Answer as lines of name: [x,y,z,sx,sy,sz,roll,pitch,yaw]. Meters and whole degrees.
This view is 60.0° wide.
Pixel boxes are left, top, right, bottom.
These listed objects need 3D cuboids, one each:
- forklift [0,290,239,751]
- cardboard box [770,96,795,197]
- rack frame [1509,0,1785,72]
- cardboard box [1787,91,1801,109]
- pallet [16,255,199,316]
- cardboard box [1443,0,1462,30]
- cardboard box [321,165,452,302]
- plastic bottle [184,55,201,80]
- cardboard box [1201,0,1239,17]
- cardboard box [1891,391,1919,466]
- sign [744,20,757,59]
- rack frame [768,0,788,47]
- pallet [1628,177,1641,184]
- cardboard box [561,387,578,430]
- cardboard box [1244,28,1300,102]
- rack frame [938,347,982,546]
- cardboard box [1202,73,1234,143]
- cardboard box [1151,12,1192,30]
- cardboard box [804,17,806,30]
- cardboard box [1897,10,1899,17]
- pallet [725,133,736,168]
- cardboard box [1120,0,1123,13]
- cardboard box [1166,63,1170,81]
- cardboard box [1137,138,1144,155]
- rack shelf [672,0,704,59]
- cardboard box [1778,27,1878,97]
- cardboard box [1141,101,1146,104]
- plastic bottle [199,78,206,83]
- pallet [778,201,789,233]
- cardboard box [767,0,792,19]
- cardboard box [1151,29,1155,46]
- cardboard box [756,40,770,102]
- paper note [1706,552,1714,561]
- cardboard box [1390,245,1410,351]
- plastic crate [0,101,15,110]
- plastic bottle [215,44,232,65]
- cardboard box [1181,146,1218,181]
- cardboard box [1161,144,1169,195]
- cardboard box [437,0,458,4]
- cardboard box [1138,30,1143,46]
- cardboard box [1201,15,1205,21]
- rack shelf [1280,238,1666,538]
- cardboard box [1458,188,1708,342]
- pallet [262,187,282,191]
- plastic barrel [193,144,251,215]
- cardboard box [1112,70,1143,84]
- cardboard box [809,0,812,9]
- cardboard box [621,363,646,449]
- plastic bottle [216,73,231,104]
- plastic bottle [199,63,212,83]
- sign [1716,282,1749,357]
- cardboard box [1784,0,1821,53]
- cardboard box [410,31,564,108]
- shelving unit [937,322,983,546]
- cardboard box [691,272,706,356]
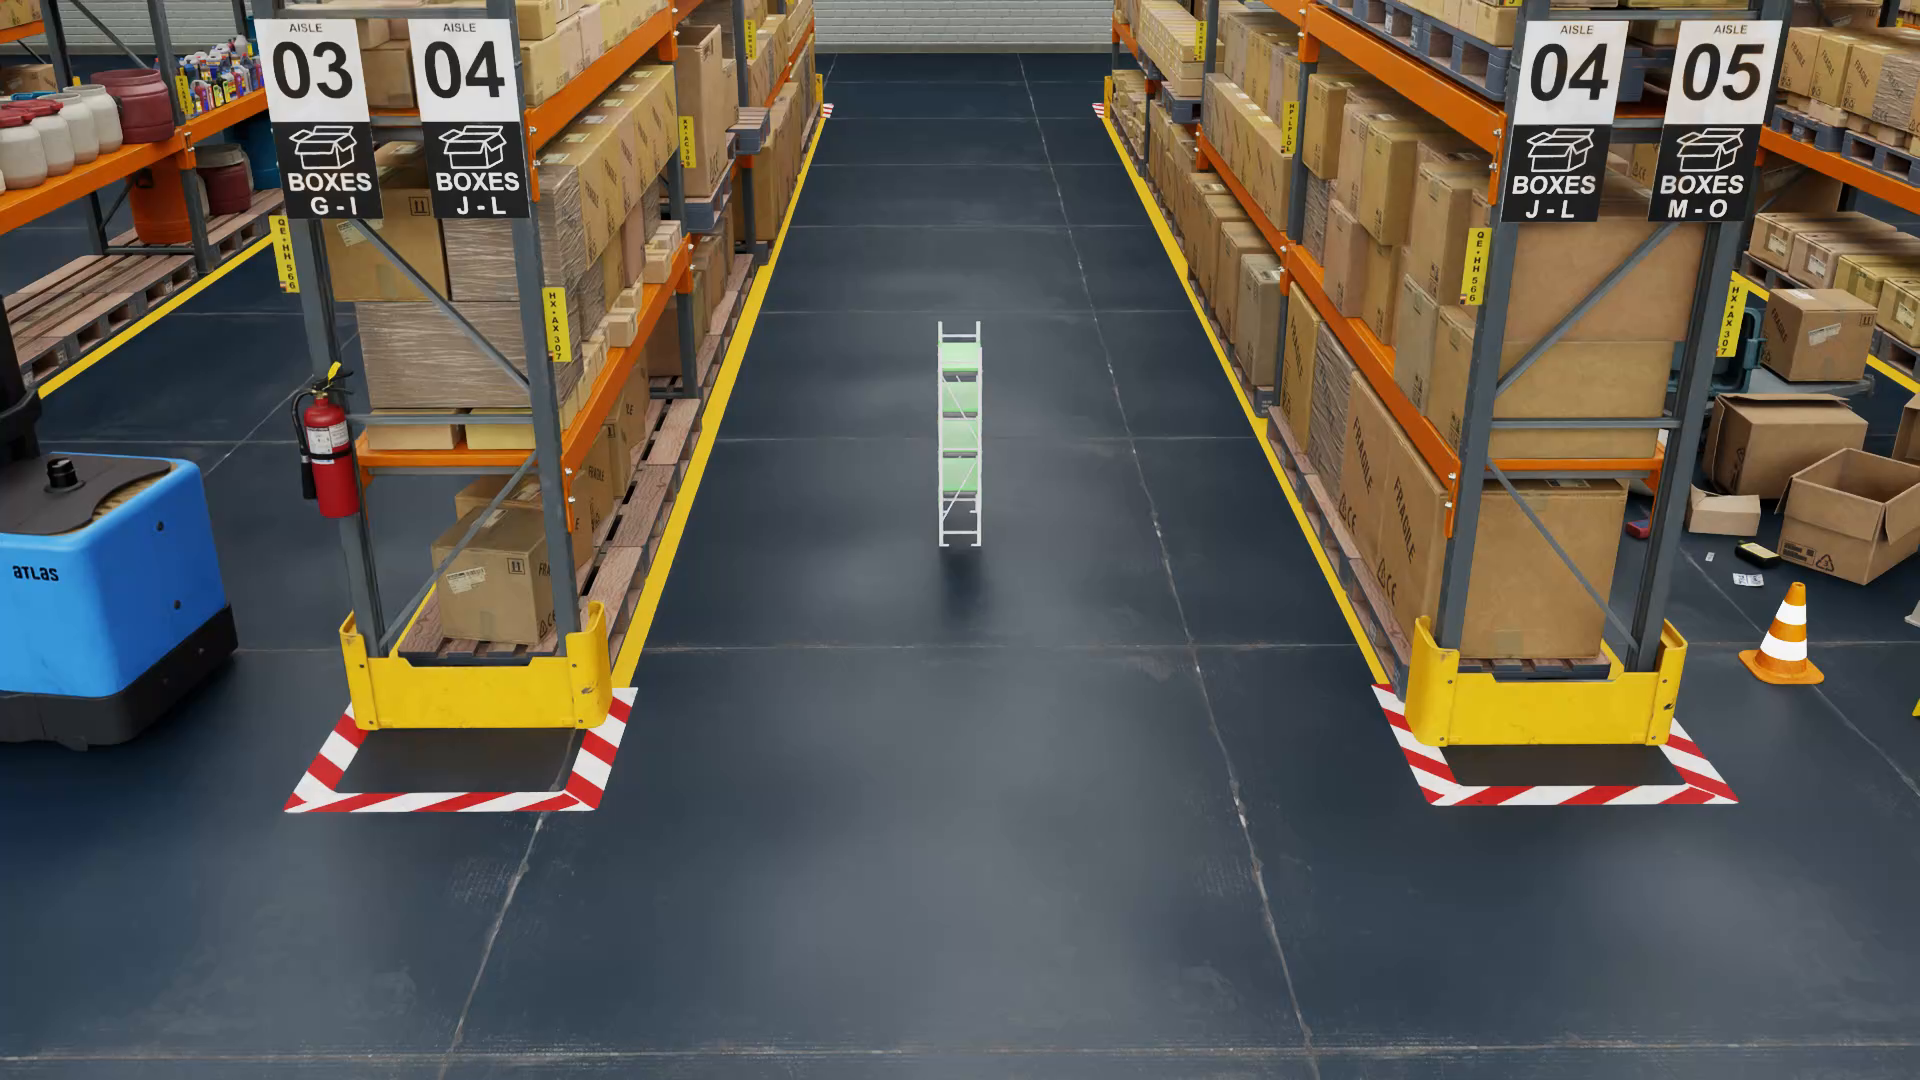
forklift: [-5.199,-0.638,7.605,3.031,2.935,1.130,3,25,7]
cardboard box: [-2.357,-4.056,17.146,1.225,0.875,0.875,-1,24,-2]
rack frame: [2.697,-3.234,5.980,1.000,3.000,0.127,0,24,-1]
cardboard box: [7.376,-3.803,14.314,0.380,0.149,0.250,-2,24,-4]
pallet: [-7.334,-2.204,14.367,1.003,0.211,1.213,0,24,-1]
cardboard box: [2.349,-2.335,7.306,0.380,0.149,0.250,0,24,0]
cardboard box: [-2.517,-1.382,7.470,0.500,0.500,0.500,0,24,-1]
plastic bottle: [-7.711,-4.716,16.688,0.152,0.276,0.135,0,24,-1]
cardboard box: [2.766,-5.629,17.628,0.380,0.149,0.250,1,24,2]
cardboard box: [6.253,-0.627,10.527,0.500,0.500,0.500,19,30,35]
sign: [-1.808,-4.314,14.340,0.100,0.325,0.005,0,24,-1]
rack frame: [-2.395,-5.464,18.192,1.000,3.000,0.127,0,24,-1]
pallet: [7.599,-3.921,18.163,1.003,0.211,1.213,0,24,-1]
cardboard box: [-2.012,-0.627,7.801,0.380,0.149,0.250,0,24,-1]
cardboard box: [2.619,-3.693,12.941,0.700,0.500,0.500,-1,24,-1]
rack frame: [0.001,-0.514,9.431,0.240,1.200,0.015,0,24,-1]
cardboard box: [2.345,-3.656,14.073,0.500,0.500,0.500,0,24,0]
cardboard box: [2.124,-5.200,16.680,0.380,0.149,0.250,0,24,-1]
cardboard box: [-2.089,-6.325,20.400,0.380,0.149,0.250,0,24,0]
cardboard box: [12.213,-6.825,21.506,0.380,0.149,0.250,0,24,1]
pallet: [-2.288,-2.913,12.784,1.003,0.211,1.213,0,24,-1]
cardboard box: [2.282,-6.868,20.813,0.500,0.500,0.500,0,24,0]
cardboard box: [2.142,-4.386,15.603,0.380,0.149,0.250,-1,24,-1]
cardboard box: [2.221,-4.498,19.004,0.380,0.149,0.250,0,24,0]
rack shelf: [-2.329,-4.031,12.256,1.077,0.370,4.000,0,24,-1]
cardboard box: [7.332,-4.047,14.066,0.500,0.500,0.500,-1,24,-2]
cardboard box: [2.325,-5.069,19.546,0.380,0.149,0.250,1,24,1]
plastic bottle: [-7.025,-4.153,15.449,0.097,0.271,0.097,0,24,0]
pallet: [-2.295,-3.372,16.950,1.003,0.211,1.213,0,24,-1]
cardboard box: [-2.144,-6.072,18.446,0.500,0.500,0.500,0,24,-1]
cardboard box: [2.127,-5.062,16.736,0.380,0.149,0.250,1,24,2]
cardboard box: [-2.101,-4.487,15.909,0.500,0.500,0.500,-1,24,-2]
paper note: [4.297,0.096,9.526,0.032,0.001,0.123,13,27,27]
cardboard box: [2.739,-1.179,8.535,0.875,0.550,0.550,0,24,-1]
plastic crate: [-7.592,-3.156,13.010,0.402,0.464,0.583,0,24,-1]
plastic bottle: [-7.719,-5.042,17.410,0.152,0.276,0.135,0,24,-1]
cardboard box: [2.340,-3.472,15.400,0.500,0.250,0.500,-1,24,-2]
cardboard box: [2.336,-3.758,16.943,0.500,0.500,0.500,0,24,0]
cardboard box: [-2.068,-2.325,7.309,0.380,0.149,0.250,-1,24,-2]
cardboard box: [2.111,-5.358,17.751,0.380,0.149,0.250,-1,24,-3]
cardboard box: [2.768,-5.494,17.693,0.380,0.149,0.250,0,24,1]
rack shelf: [2.675,-0.997,9.187,1.077,0.370,4.000,0,24,-1]
cardboard box: [2.732,-1.214,7.301,0.875,0.550,0.550,0,24,-1]
pallet: [-7.381,-3.854,18.014,1.003,0.211,1.213,0,24,-1]
plastic barrel: [-7.338,-3.553,16.383,0.600,0.588,0.708,0,24,-1]
cardboard box: [2.189,-6.039,21.691,0.380,0.149,0.250,-1,24,-3]
cardboard box: [-2.168,-6.981,21.367,0.500,0.250,0.500,-1,24,-1]
cardboard box: [-2.329,-0.819,10.445,0.500,0.500,0.500,8,25,16]
plastic bottle: [-6.949,-4.262,15.674,0.061,0.283,0.133,0,24,-1]
plastic bottle: [-7.586,-4.690,16.722,0.097,0.201,0.097,0,24,0]
sign: [3.252,-0.931,7.022,0.100,0.325,0.005,0,24,-1]
cardboard box: [7.291,-4.574,14.888,0.500,0.500,0.500,-1,24,-2]
cardboard box: [-2.010,-2.018,7.113,0.500,0.250,0.500,0,24,1]
shelving unit: [-0.002,-0.615,9.654,0.258,1.200,0.503,0,24,-1]
cardboard box: [-2.279,-1.679,12.322,0.700,0.500,0.500,0,24,-1]
